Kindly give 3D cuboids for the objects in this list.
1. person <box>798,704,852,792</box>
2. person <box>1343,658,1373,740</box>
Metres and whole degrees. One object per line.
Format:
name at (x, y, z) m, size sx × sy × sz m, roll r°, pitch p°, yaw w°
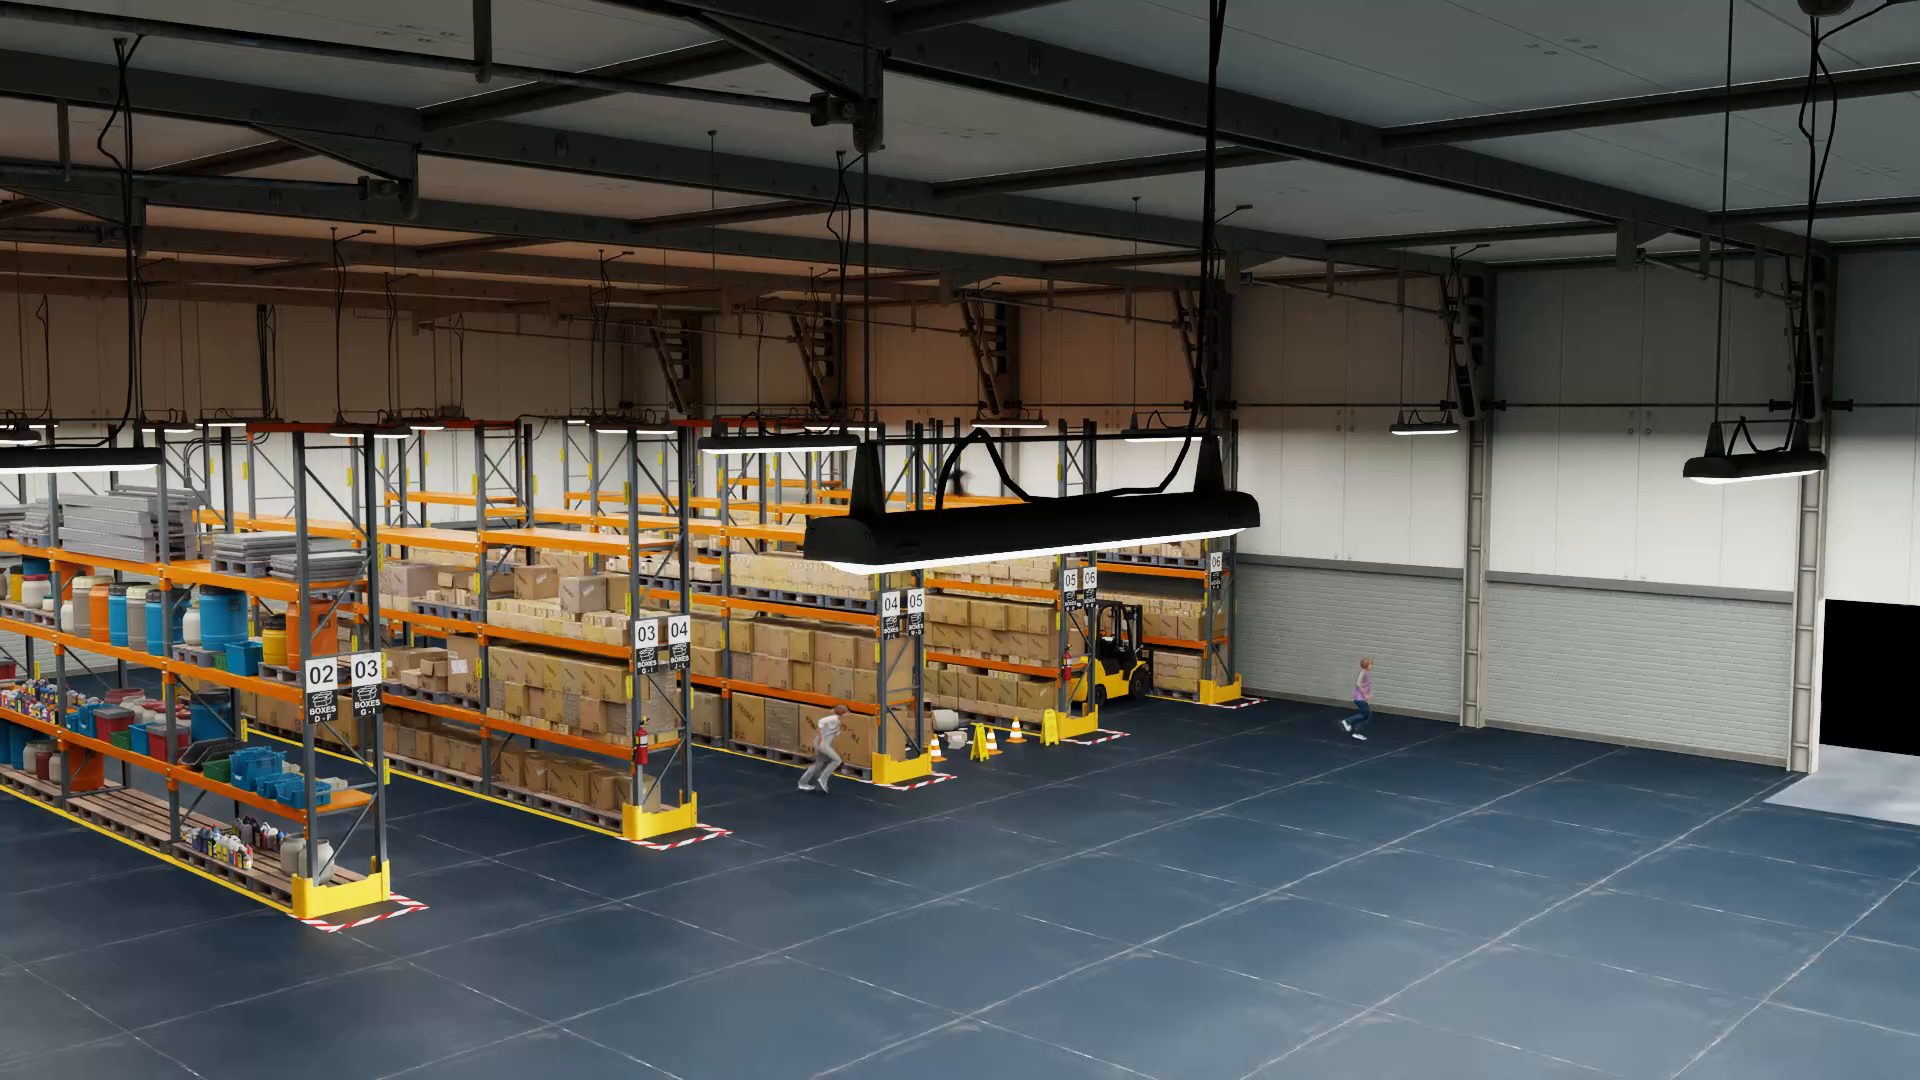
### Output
person at (-2.197, 3.391, 27.042) m, size 0.889 × 1.458 × 0.574 m, roll 0°, pitch 5°, yaw 1°
person at (7.526, 3.001, 31.502) m, size 0.541 × 1.555 × 0.535 m, roll 2°, pitch 5°, yaw 25°
